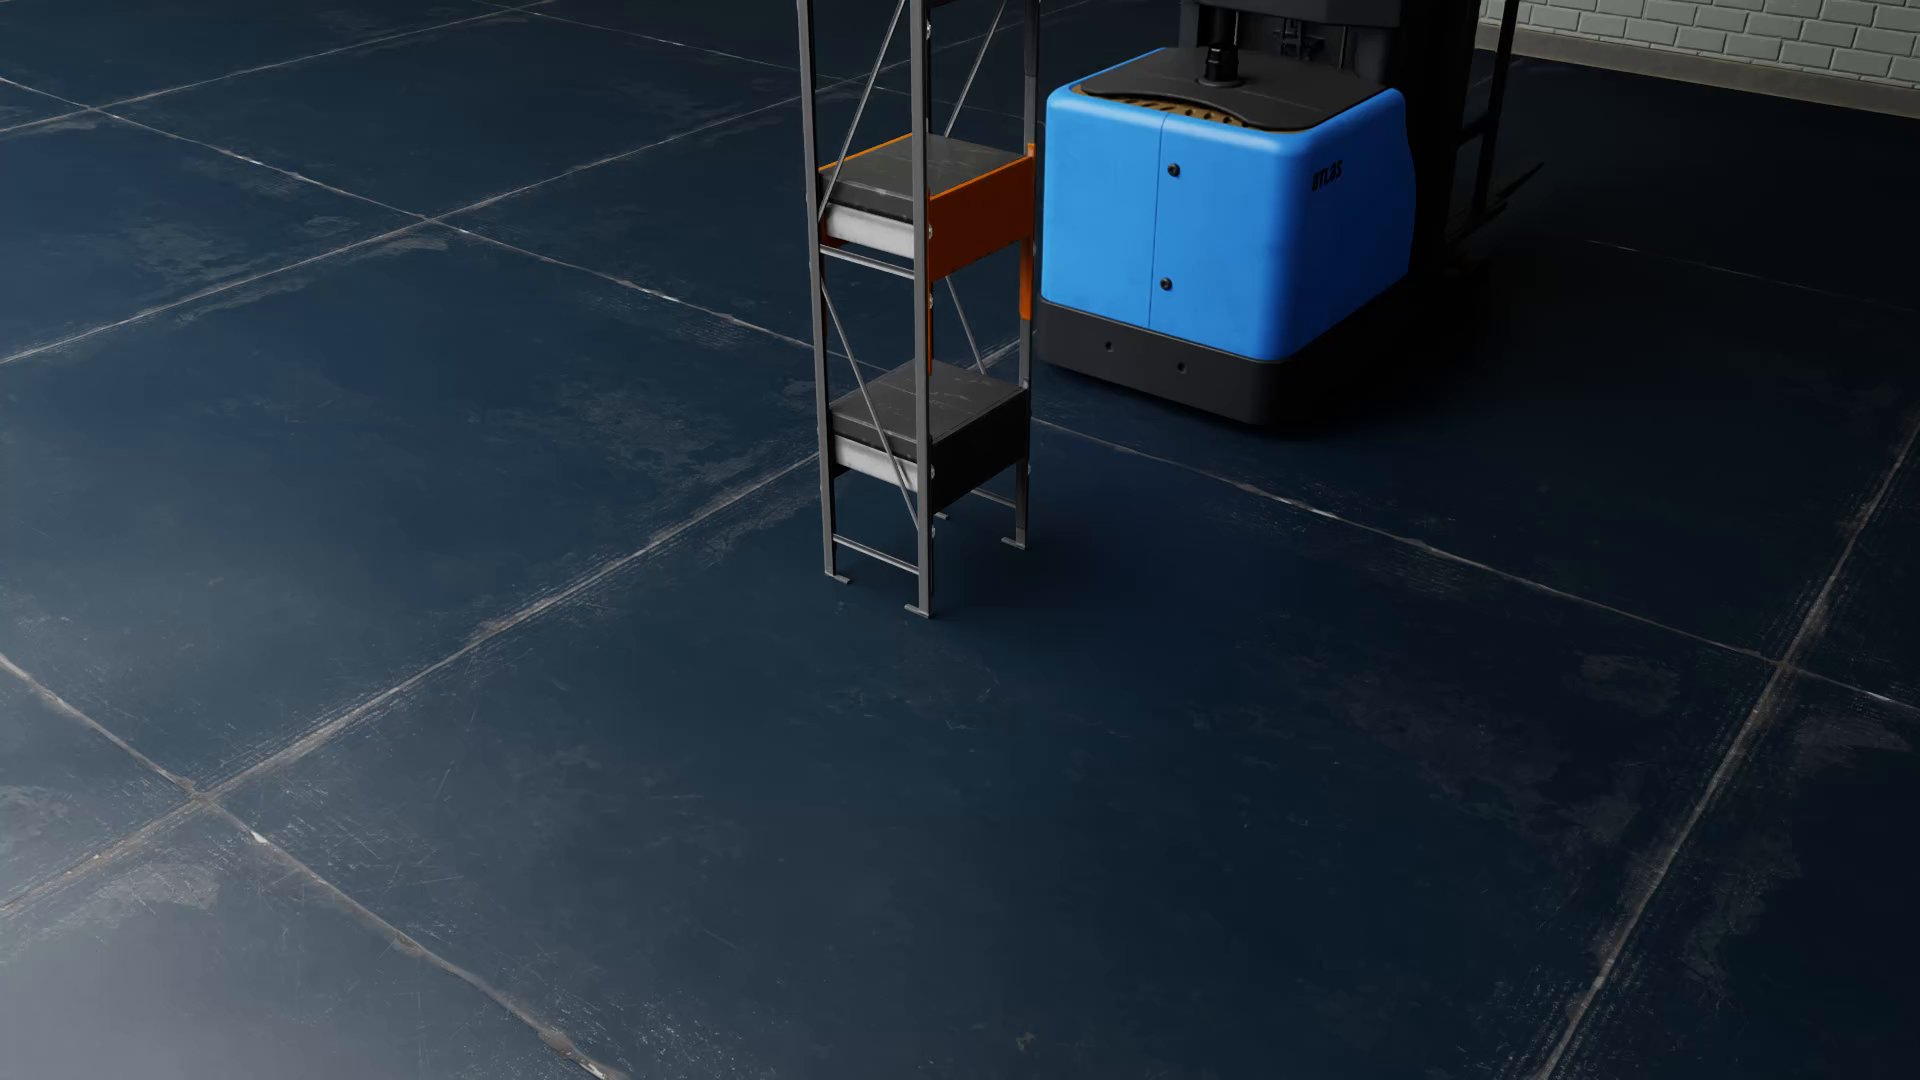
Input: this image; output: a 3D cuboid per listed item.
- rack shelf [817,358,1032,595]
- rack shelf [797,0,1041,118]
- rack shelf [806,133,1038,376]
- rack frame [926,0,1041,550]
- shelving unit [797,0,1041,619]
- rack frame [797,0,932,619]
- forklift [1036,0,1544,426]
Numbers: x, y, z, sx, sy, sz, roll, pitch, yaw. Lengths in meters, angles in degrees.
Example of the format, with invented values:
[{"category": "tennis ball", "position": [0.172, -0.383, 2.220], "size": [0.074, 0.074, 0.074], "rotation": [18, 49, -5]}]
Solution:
[{"category": "rack shelf", "position": [-0.100, -0.222, 4.965], "size": [0.431, 0.518, 0.480], "rotation": [21, 37, 31]}, {"category": "rack shelf", "position": [-0.100, -1.426, 4.251], "size": [0.431, 0.518, 0.480], "rotation": [21, 37, 31]}, {"category": "rack shelf", "position": [-0.100, -0.824, 4.608], "size": [0.431, 0.518, 0.480], "rotation": [21, 37, 31]}, {"category": "rack frame", "position": [0.047, -0.935, 4.769], "size": [0.400, 2.100, 0.015], "rotation": [21, 37, 31]}, {"category": "shelving unit", "position": [-0.100, -0.836, 4.601], "size": [0.431, 2.100, 0.503], "rotation": [21, 37, 31]}, {"category": "rack frame", "position": [-0.247, -0.737, 4.434], "size": [0.400, 2.100, 0.015], "rotation": [21, 37, 31]}, {"category": "forklift", "position": [1.575, -2.351, 6.342], "size": [1.130, 2.935, 3.031], "rotation": [21, 37, 31]}]
